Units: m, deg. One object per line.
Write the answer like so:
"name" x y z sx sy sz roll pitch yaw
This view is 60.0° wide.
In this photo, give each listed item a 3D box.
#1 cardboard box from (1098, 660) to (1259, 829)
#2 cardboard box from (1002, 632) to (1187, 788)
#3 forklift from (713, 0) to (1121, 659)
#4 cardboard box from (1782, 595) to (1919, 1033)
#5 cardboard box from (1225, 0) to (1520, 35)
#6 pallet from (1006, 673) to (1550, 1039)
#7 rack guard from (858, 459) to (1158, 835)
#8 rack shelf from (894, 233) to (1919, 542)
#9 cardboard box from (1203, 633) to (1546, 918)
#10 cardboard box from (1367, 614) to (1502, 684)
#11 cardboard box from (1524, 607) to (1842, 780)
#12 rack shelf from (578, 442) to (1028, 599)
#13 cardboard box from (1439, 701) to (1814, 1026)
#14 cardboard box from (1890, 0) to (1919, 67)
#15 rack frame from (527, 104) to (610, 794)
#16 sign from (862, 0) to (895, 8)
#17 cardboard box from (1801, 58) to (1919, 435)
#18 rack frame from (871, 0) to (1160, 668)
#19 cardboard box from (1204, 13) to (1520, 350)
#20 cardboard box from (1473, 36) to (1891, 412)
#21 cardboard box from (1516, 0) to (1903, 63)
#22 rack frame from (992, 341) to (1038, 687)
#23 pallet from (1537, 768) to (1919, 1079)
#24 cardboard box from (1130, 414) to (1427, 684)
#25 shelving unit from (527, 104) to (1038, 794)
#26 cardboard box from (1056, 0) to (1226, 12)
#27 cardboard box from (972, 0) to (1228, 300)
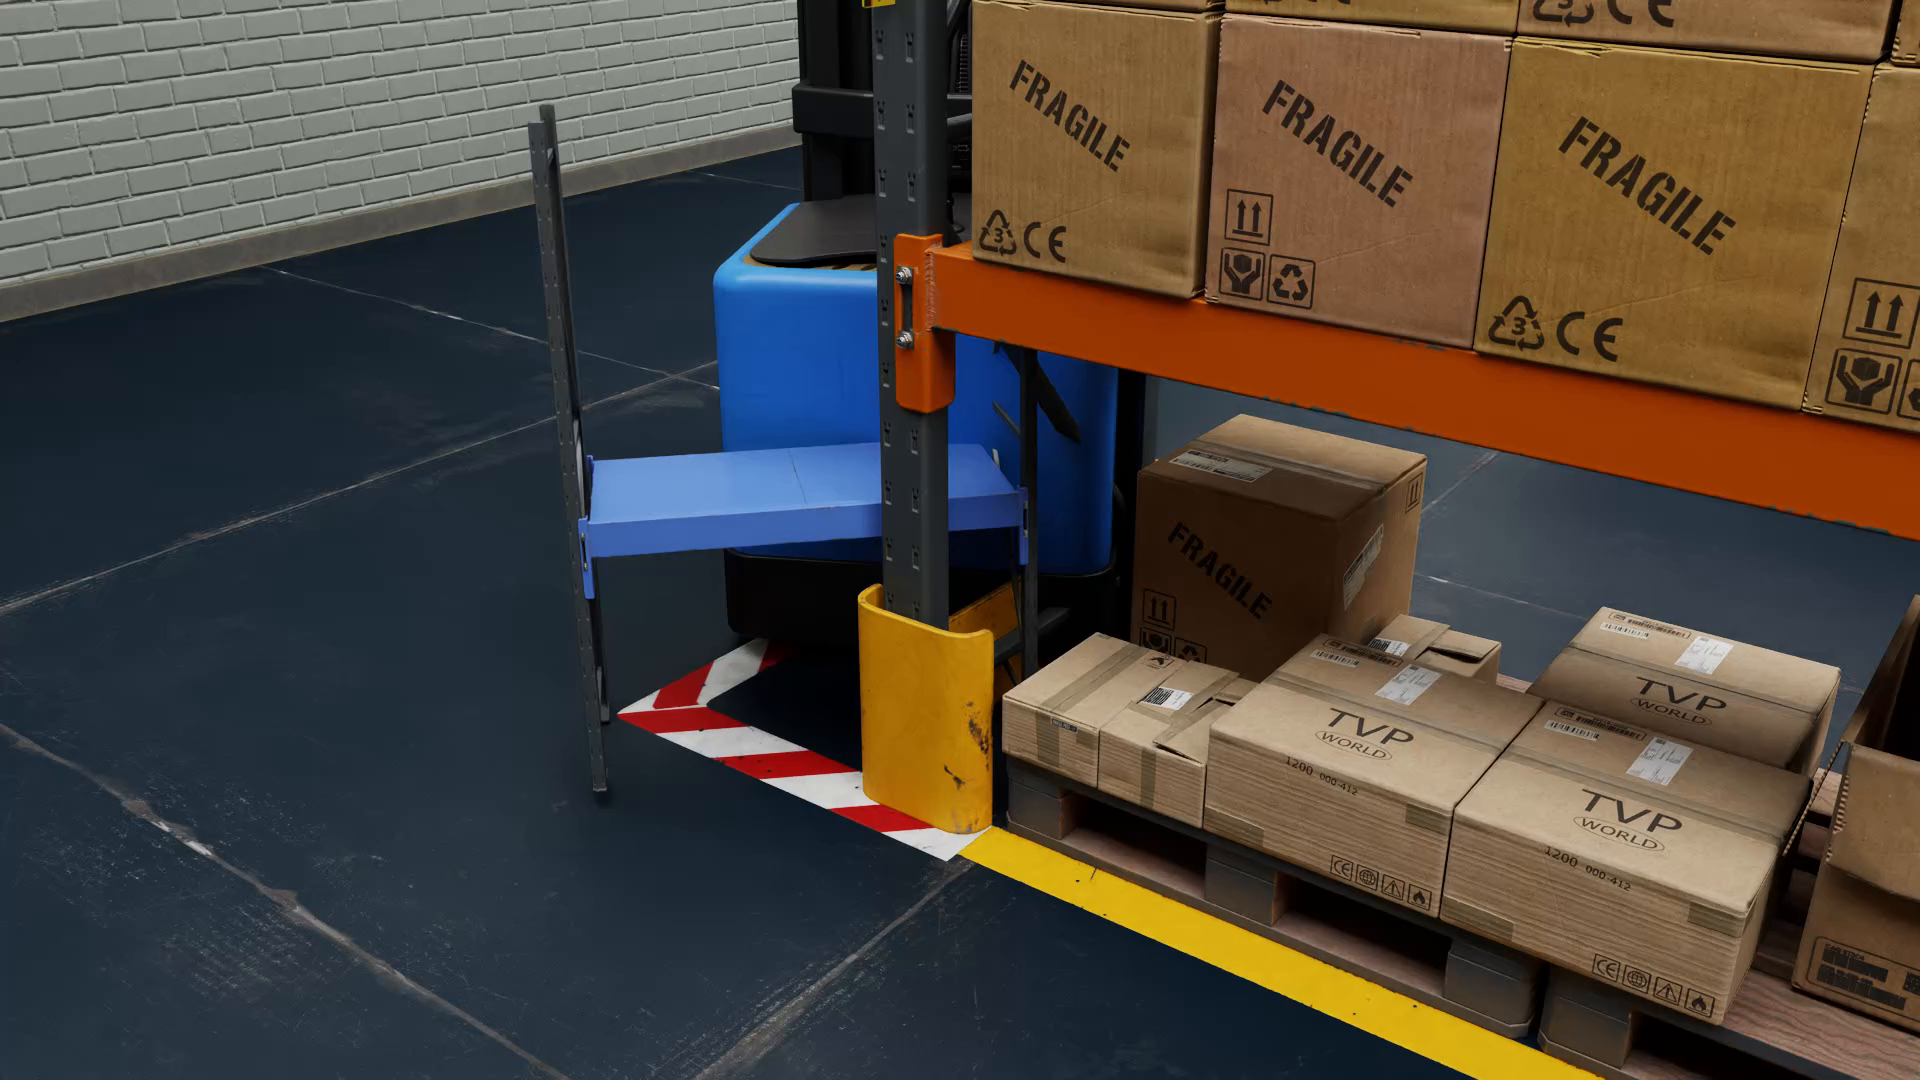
"cardboard box" 0.502 0.421 3.543 0.250 0.166 0.380 17 29 33
"cardboard box" 0.302 0.369 3.683 0.250 0.149 0.380 17 29 33
"forklift" 0.092 -1.590 5.223 1.130 2.935 3.031 3 24 8
"cardboard box" 1.867 0.509 2.925 0.637 0.503 0.797 17 29 33
"cardboard box" 0.793 -1.134 2.739 0.500 0.500 0.500 17 29 34
"pallet" 0.872 0.540 3.762 1.213 0.211 1.003 17 29 33
"rack guard" 0.233 0.215 4.141 0.348 0.500 1.175 17 29 33
"rack shelf" 1.773 -0.134 2.726 4.000 0.370 1.077 17 29 33
"cardboard box" 0.838 0.454 3.364 0.500 0.250 0.500 17 29 33
"cardboard box" 1.026 0.327 3.755 0.250 0.166 0.380 17 29 33
"cardboard box" 1.498 0.402 3.483 0.500 0.250 0.500 17 29 33
"rack shelf" -0.382 -0.075 3.953 1.000 0.185 0.538 -4 19 -10
"cardboard box" 1.238 0.575 3.089 0.500 0.250 0.500 17 29 33
"cardboard box" 1.597 -0.889 2.183 0.500 0.500 0.500 17 29 33
"rack frame" -0.885 -0.207 3.809 0.032 1.500 0.500 -4 19 -10
"sign" -0.153 -1.168 3.107 0.005 0.325 0.100 17 29 33
"cardboard box" 1.585 -0.433 2.389 0.500 0.500 0.500 17 29 34
"rack frame" 0.173 -0.947 3.679 0.127 3.000 1.000 17 29 33
"cardboard box" 0.786 -0.677 2.943 0.500 0.500 0.500 16 29 33
"cardboard box" 1.186 -0.555 2.665 0.500 0.500 0.500 17 29 33
"cardboard box" 1.190 -1.011 2.461 0.500 0.500 0.500 17 29 34
"rack frame" 0.114 -0.283 3.980 0.032 1.500 0.500 -4 19 -10
"pallet" 1.844 0.835 3.092 1.213 0.211 1.003 17 29 33
"cardboard box" 0.756 0.048 3.976 0.500 0.500 0.500 17 29 33
"shelving unit" -0.385 -0.245 3.894 1.048 1.500 0.538 -4 19 -10
"cardboard box" 0.370 -1.258 3.020 0.500 0.500 0.500 18 29 35
"cardboard box" 0.370 -0.800 3.222 0.500 0.500 0.500 18 29 34
